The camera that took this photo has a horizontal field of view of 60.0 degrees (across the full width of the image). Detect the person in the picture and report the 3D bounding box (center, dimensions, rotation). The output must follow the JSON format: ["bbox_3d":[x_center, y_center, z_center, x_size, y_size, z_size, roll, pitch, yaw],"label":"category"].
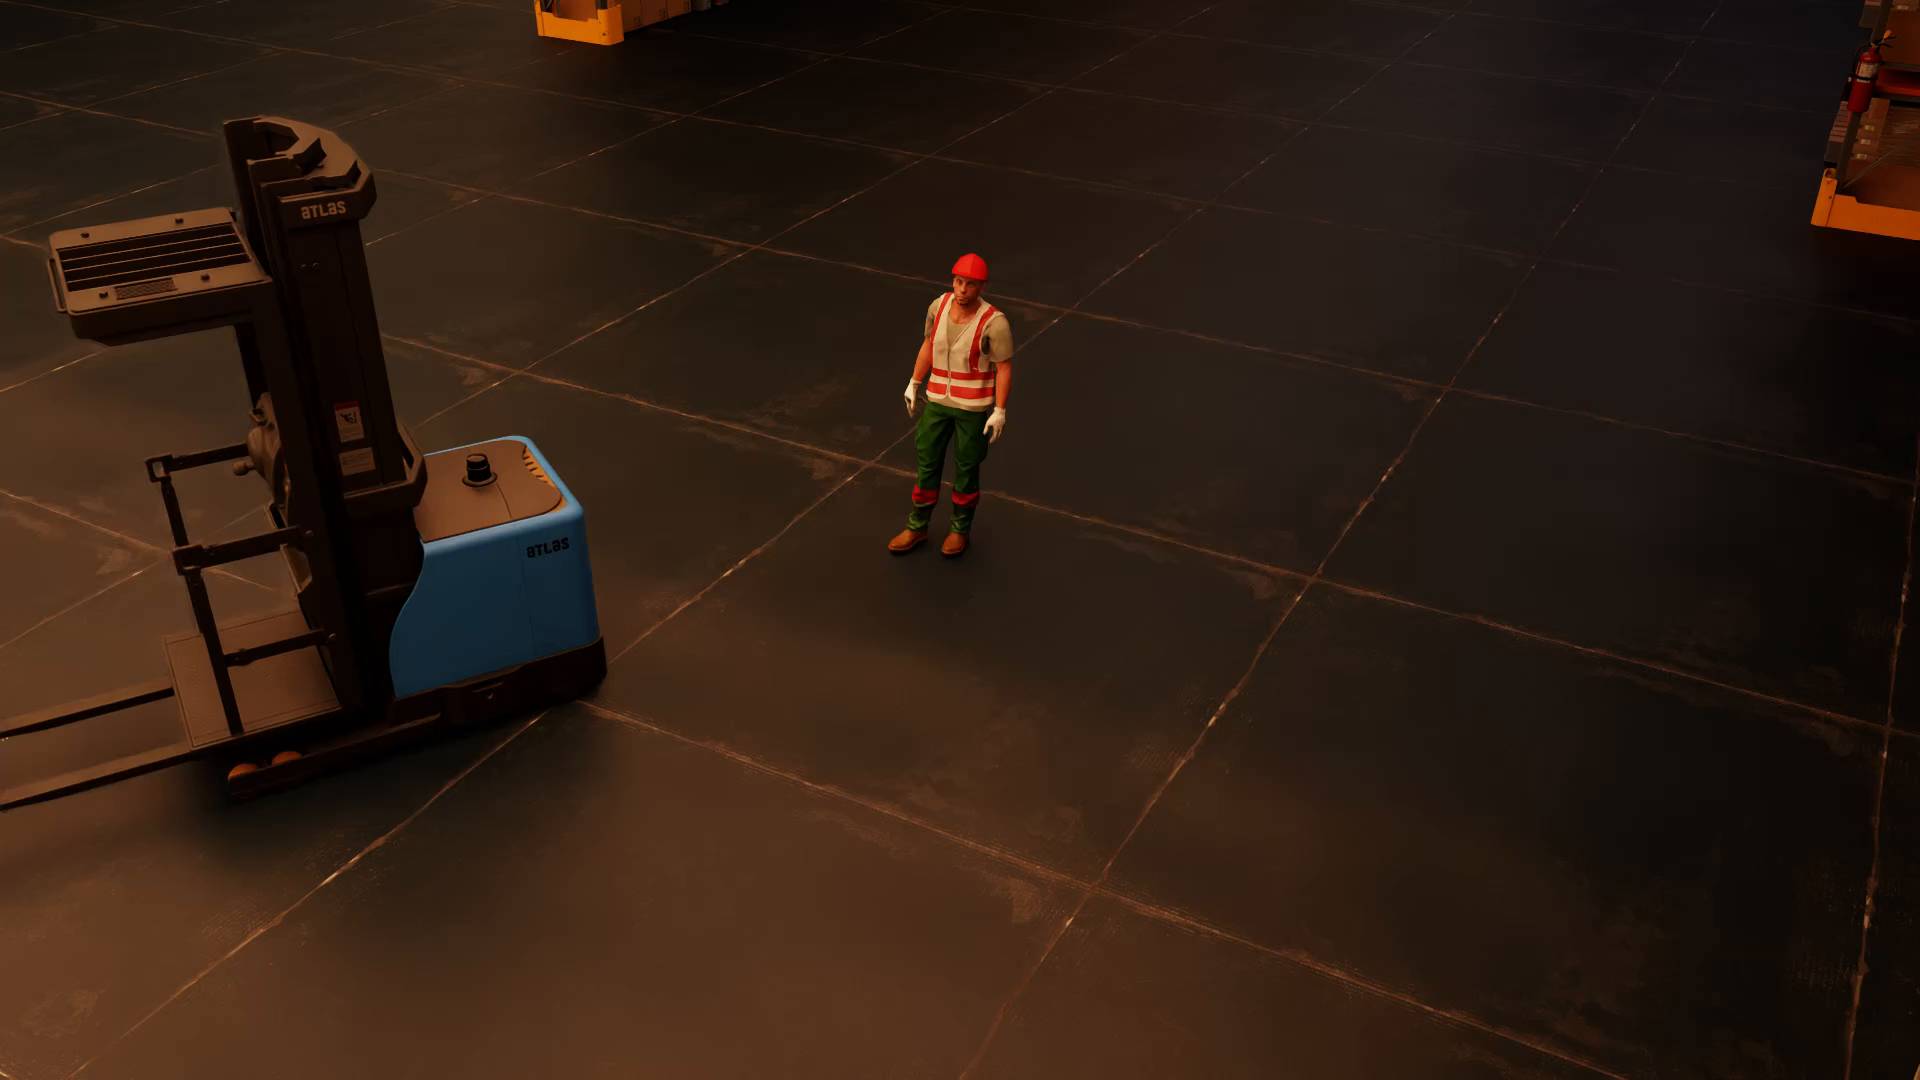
[{"bbox_3d":[-0.050,-0.749,9.496,0.637,1.790,0.562,15,33,25],"label":"person"}]

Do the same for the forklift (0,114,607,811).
[{"bbox_3d":[-3.375,-0.345,7.669,3.031,2.935,1.130,-16,34,-25],"label":"forklift"}]
